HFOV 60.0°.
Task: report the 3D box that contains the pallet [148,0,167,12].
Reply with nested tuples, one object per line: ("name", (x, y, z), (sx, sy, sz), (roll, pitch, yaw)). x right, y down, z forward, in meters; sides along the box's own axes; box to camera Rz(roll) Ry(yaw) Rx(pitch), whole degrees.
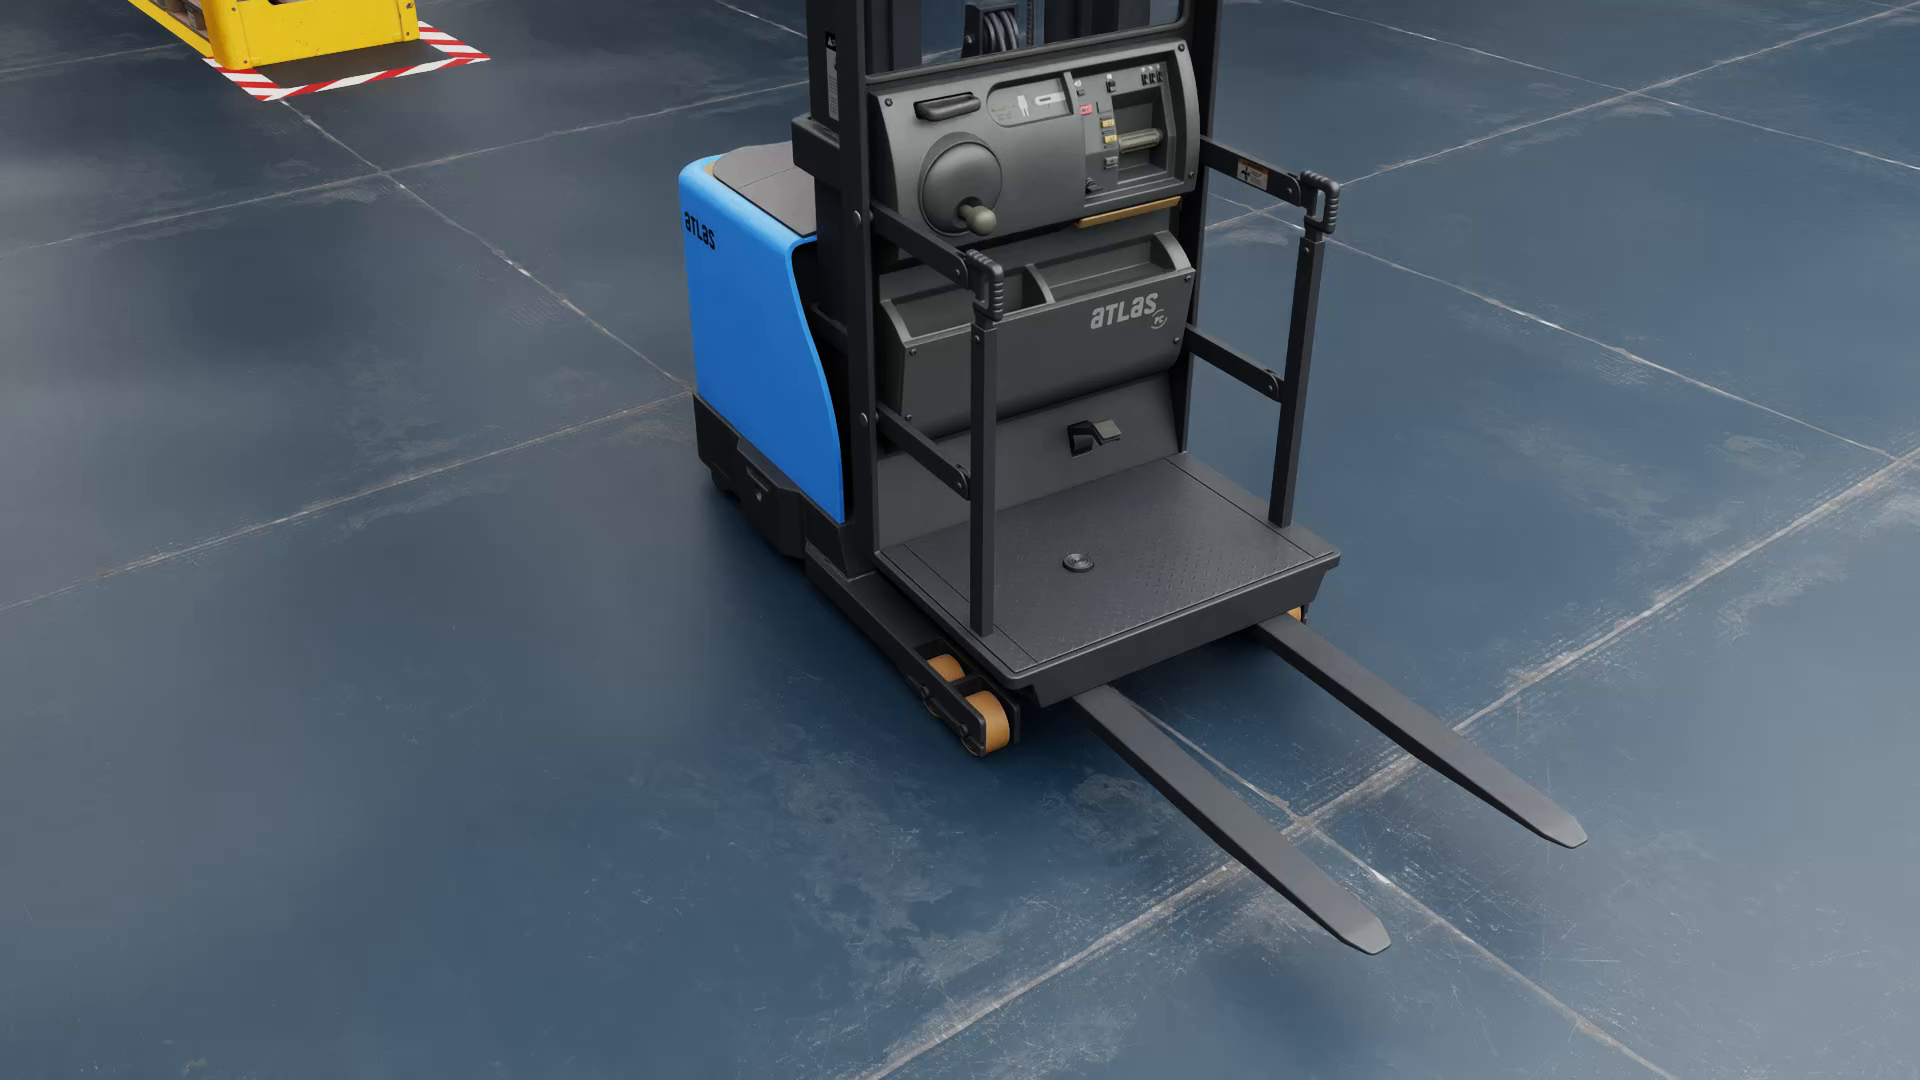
("pallet", (-5.100, -3.905, 11.338), (1.003, 0.211, 1.213), (-22, 38, -31))

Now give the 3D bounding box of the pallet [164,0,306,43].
("pallet", (-4.356, -3.397, 10.520), (1.003, 0.211, 1.213), (-22, 38, -31))

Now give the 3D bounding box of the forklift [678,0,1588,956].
("forklift", (0.331, -0.966, 4.028), (1.130, 2.935, 3.031), (-18, 36, -27))

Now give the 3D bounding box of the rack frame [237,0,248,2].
("rack frame", (-3.778, -4.225, 9.210), (1.000, 3.000, 0.127), (-22, 38, -31))

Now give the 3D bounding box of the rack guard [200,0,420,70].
("rack guard", (-3.862, -3.180, 9.896), (1.175, 0.500, 0.348), (-22, 38, -31))
